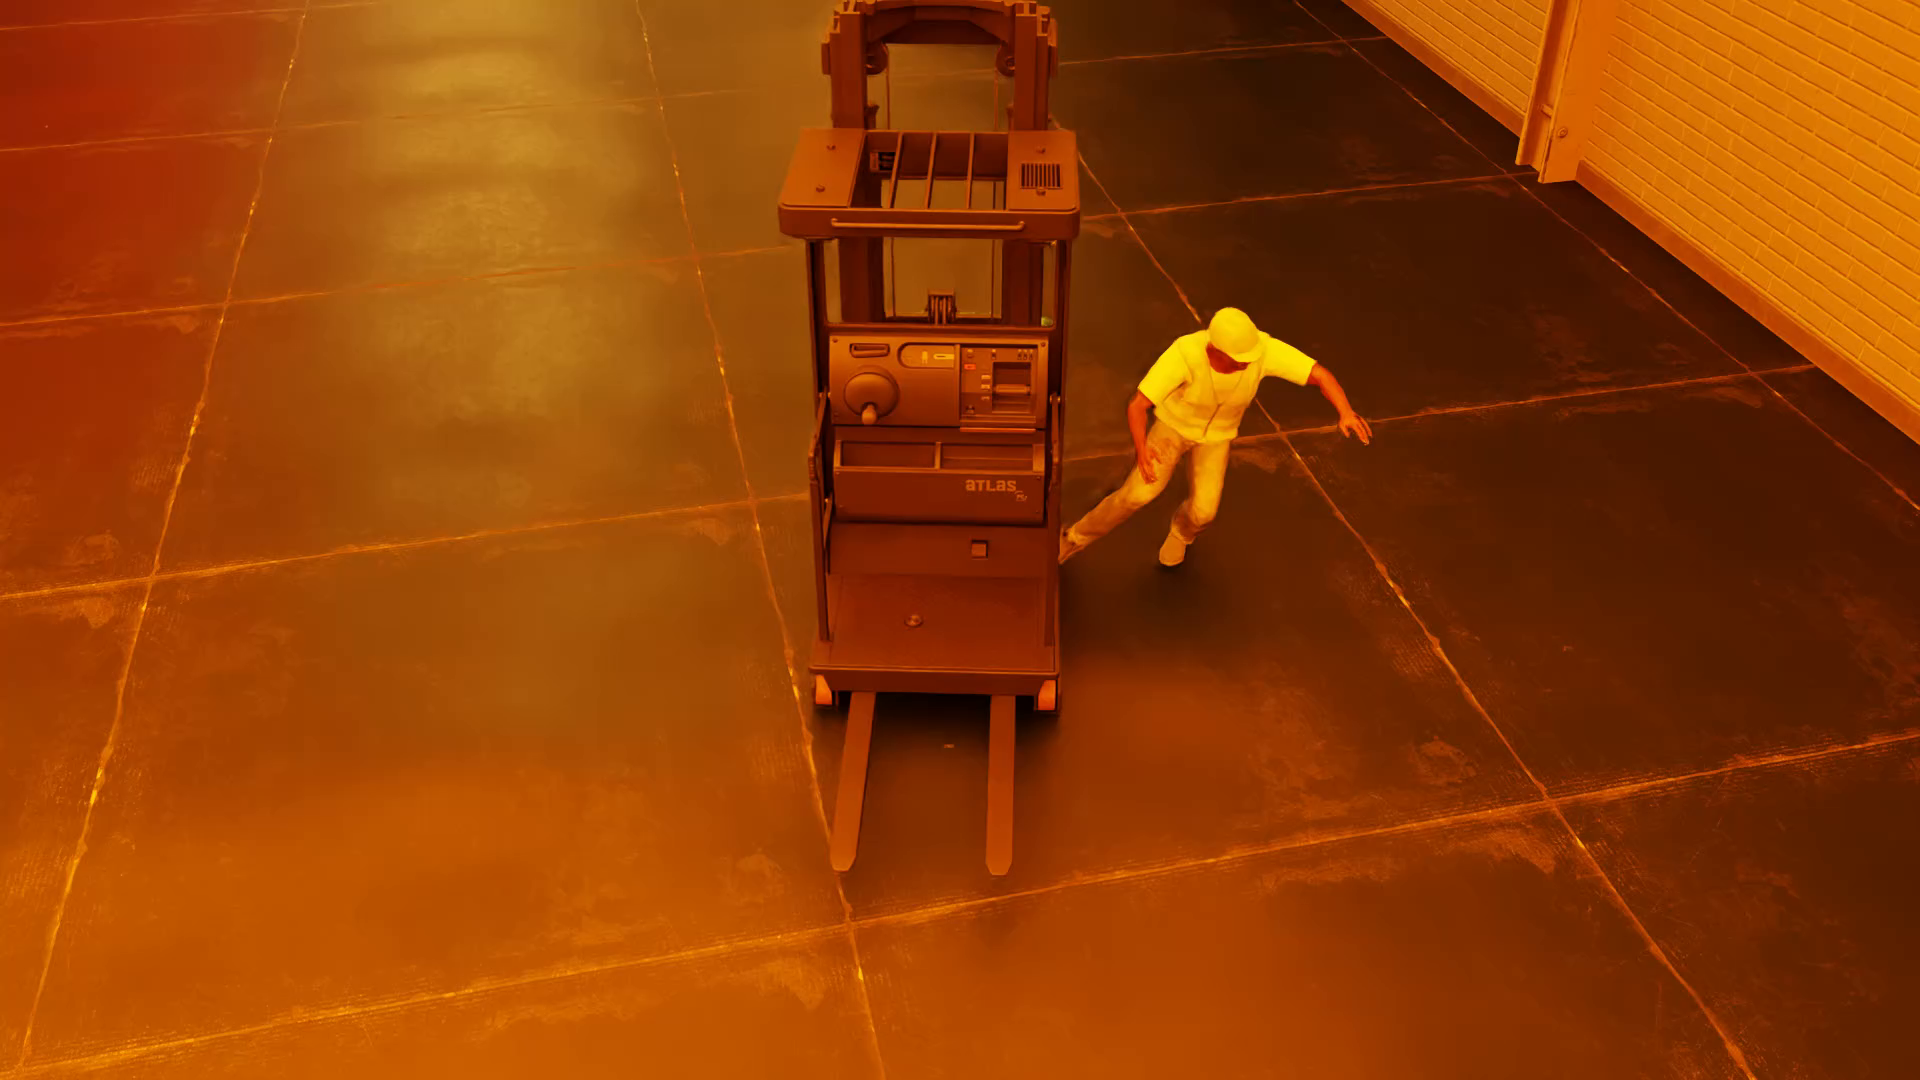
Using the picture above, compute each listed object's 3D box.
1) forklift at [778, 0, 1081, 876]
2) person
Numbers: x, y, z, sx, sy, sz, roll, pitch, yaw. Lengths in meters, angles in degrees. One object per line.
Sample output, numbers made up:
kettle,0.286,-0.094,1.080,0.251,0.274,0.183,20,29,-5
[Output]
forklift,-0.096,-0.611,6.900,1.130,2.935,3.031,1,36,2
person,1.093,-0.433,7.884,1.458,1.492,0.861,-4,36,-5
